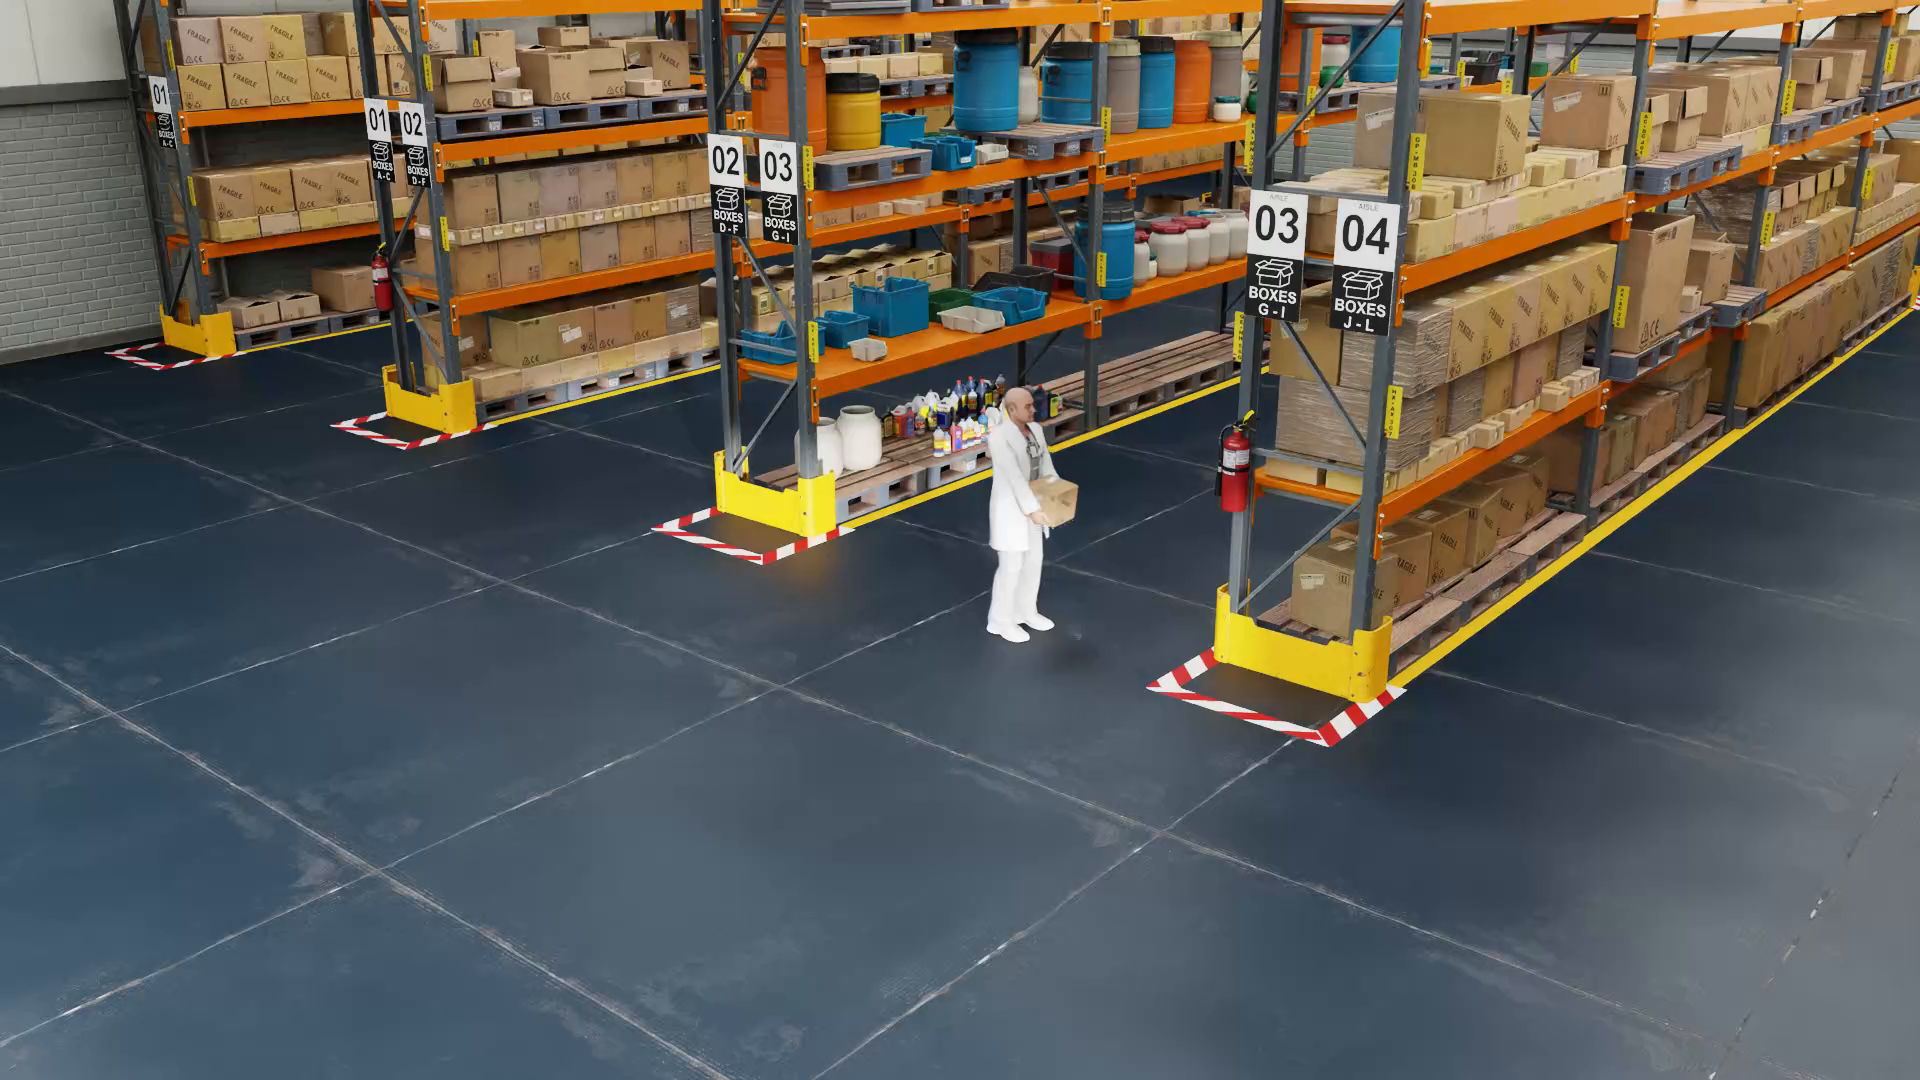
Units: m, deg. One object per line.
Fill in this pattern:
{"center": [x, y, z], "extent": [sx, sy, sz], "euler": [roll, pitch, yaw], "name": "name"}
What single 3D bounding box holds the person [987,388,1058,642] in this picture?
{"center": [0.486, -0.172, 11.577], "extent": [0.552, 1.780, 0.527], "euler": [15, 25, 36], "name": "person"}
